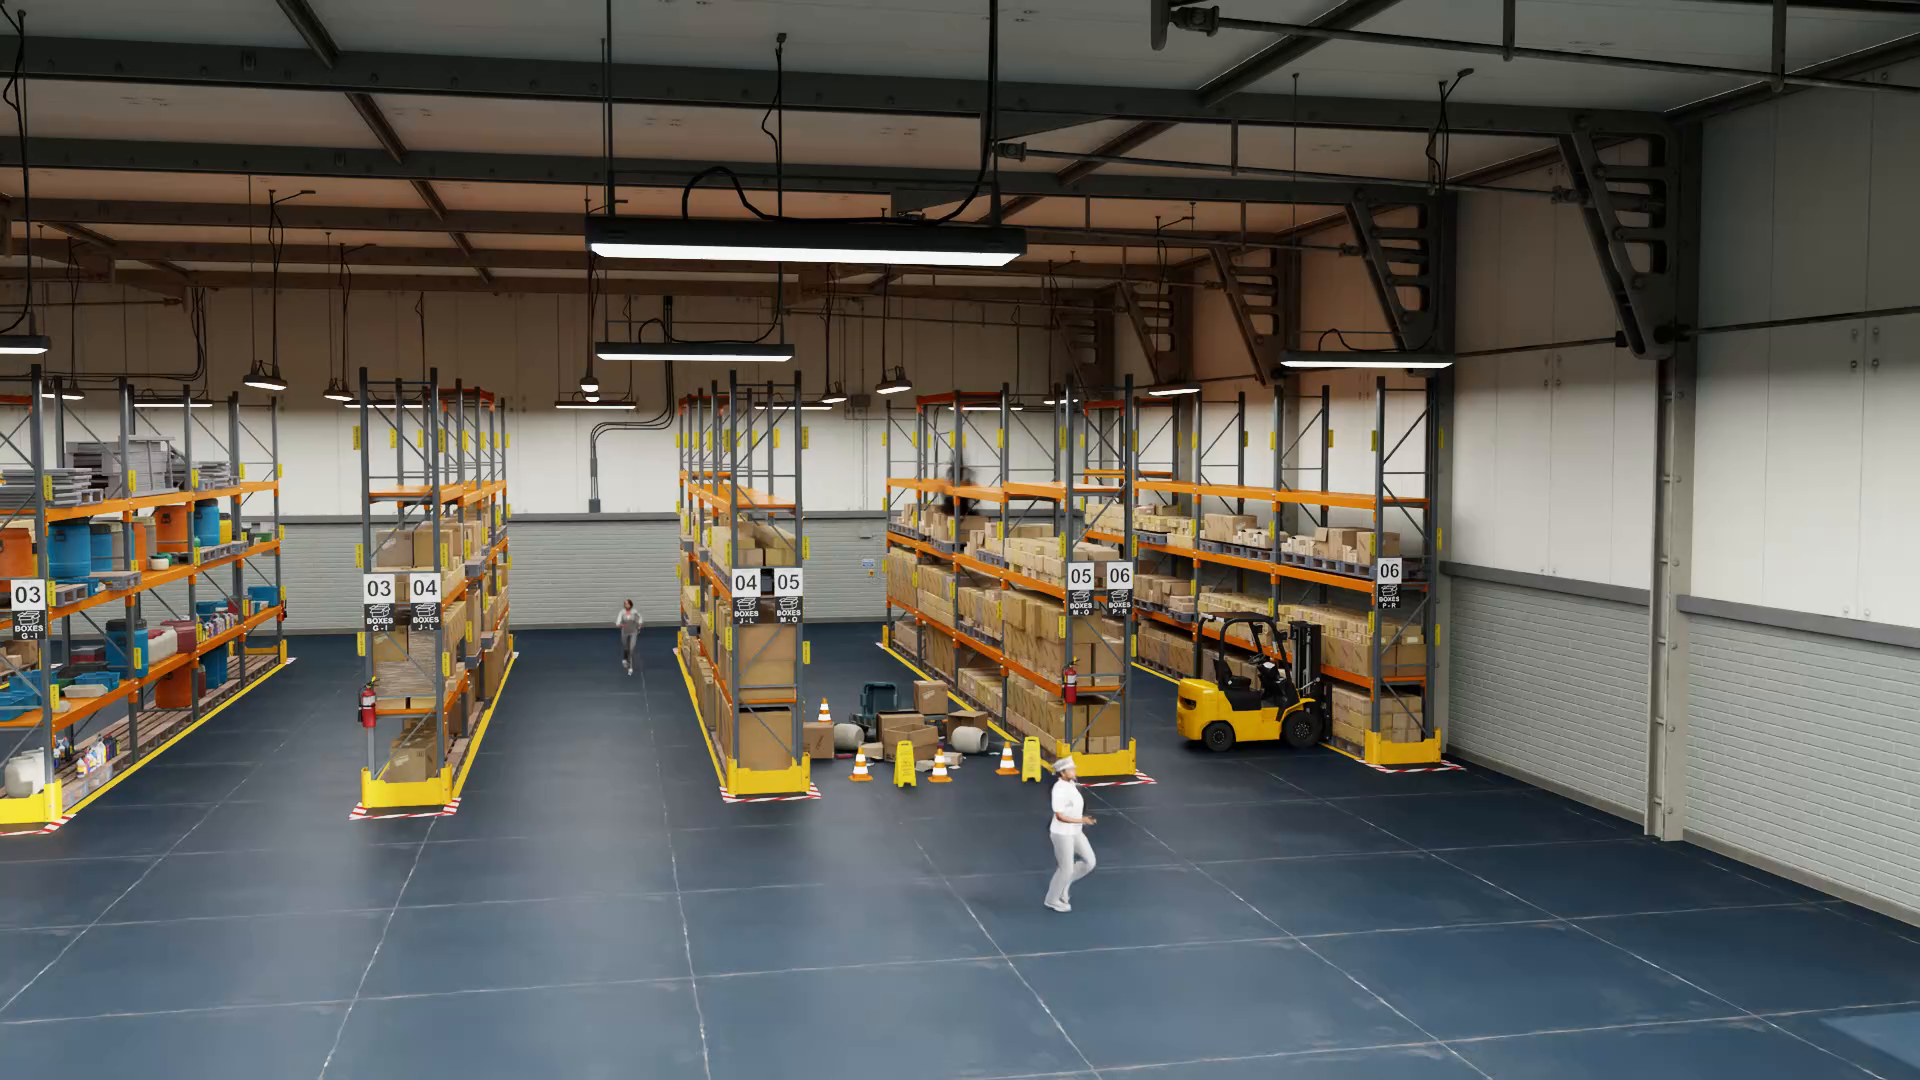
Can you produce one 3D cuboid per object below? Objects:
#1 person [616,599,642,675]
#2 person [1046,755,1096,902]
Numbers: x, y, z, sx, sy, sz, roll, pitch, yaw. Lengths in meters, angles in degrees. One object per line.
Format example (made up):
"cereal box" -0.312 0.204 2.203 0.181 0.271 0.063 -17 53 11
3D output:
"person" -7.143 2.074 35.918 0.551 1.594 0.885 -1 3 -9
"person" 1.193 3.079 17.686 0.577 1.584 0.558 2 4 27
